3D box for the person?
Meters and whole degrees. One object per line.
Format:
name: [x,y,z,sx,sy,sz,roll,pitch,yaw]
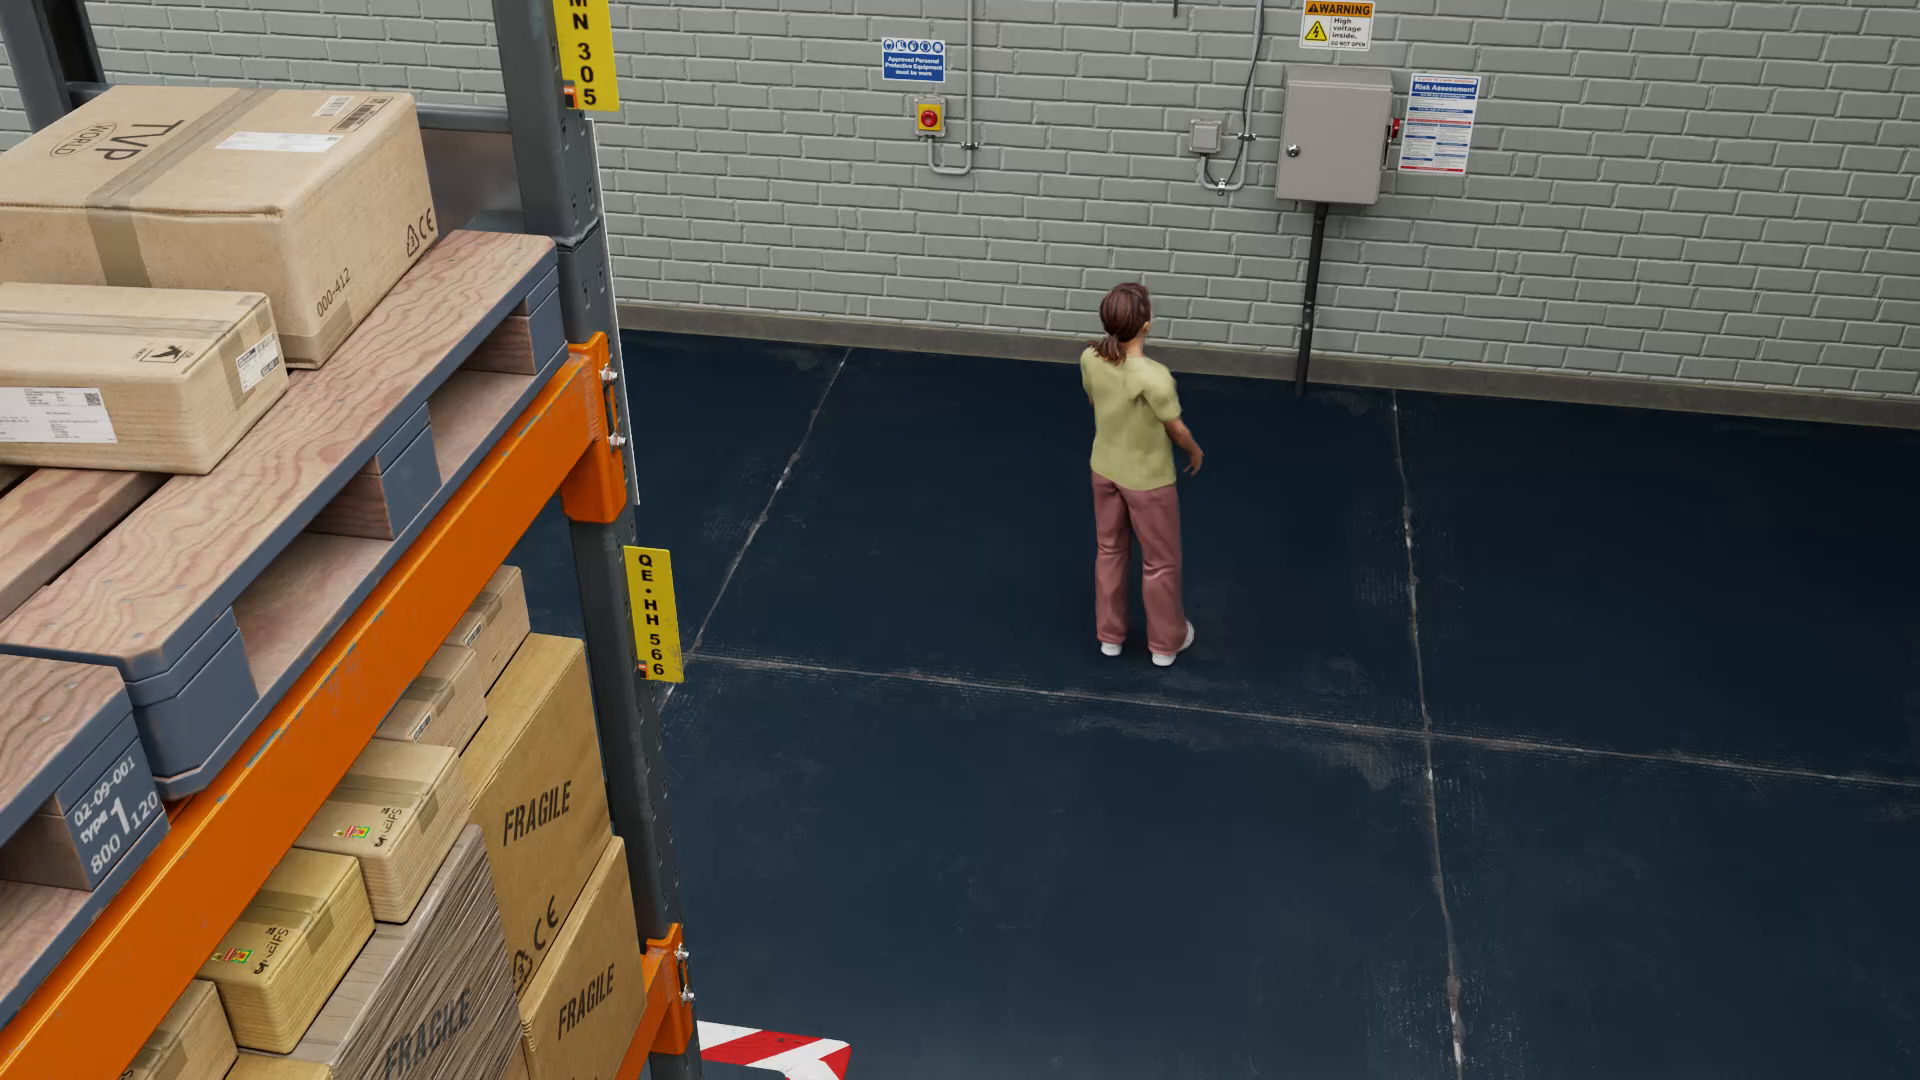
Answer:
person: [0.706,-0.264,6.547,0.482,1.673,0.521,26,41,35]
